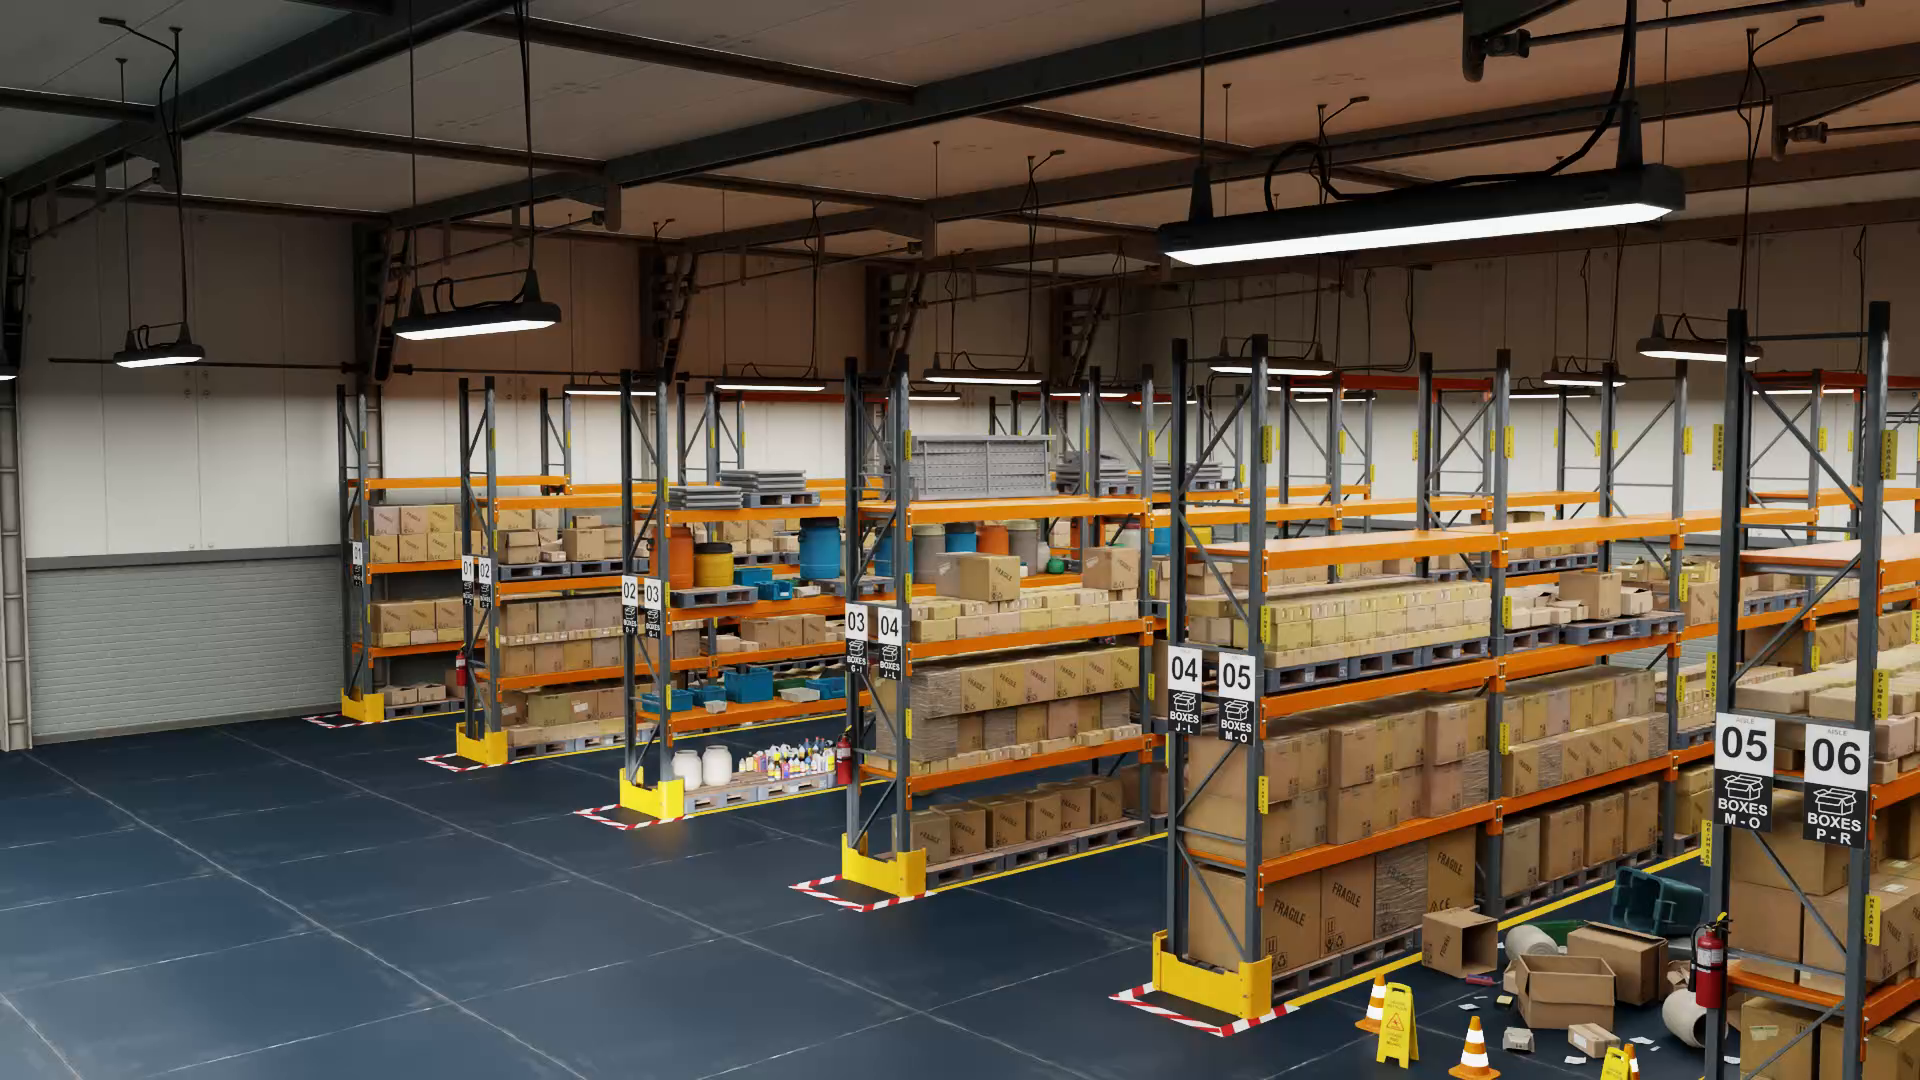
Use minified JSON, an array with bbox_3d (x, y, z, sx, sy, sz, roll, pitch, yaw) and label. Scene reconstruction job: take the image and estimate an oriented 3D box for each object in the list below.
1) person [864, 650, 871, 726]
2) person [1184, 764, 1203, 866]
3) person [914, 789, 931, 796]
[{"bbox_3d":[-1.497,2.508,28.889,0.739,1.530,0.526,-3,5,-39],"label":"person"},{"bbox_3d":[2.663,3.181,18.291,1.072,1.542,0.683,-3,5,-35],"label":"person"},{"bbox_3d":[-0.678,2.872,23.191,0.733,1.503,1.011,4,5,43],"label":"person"}]
